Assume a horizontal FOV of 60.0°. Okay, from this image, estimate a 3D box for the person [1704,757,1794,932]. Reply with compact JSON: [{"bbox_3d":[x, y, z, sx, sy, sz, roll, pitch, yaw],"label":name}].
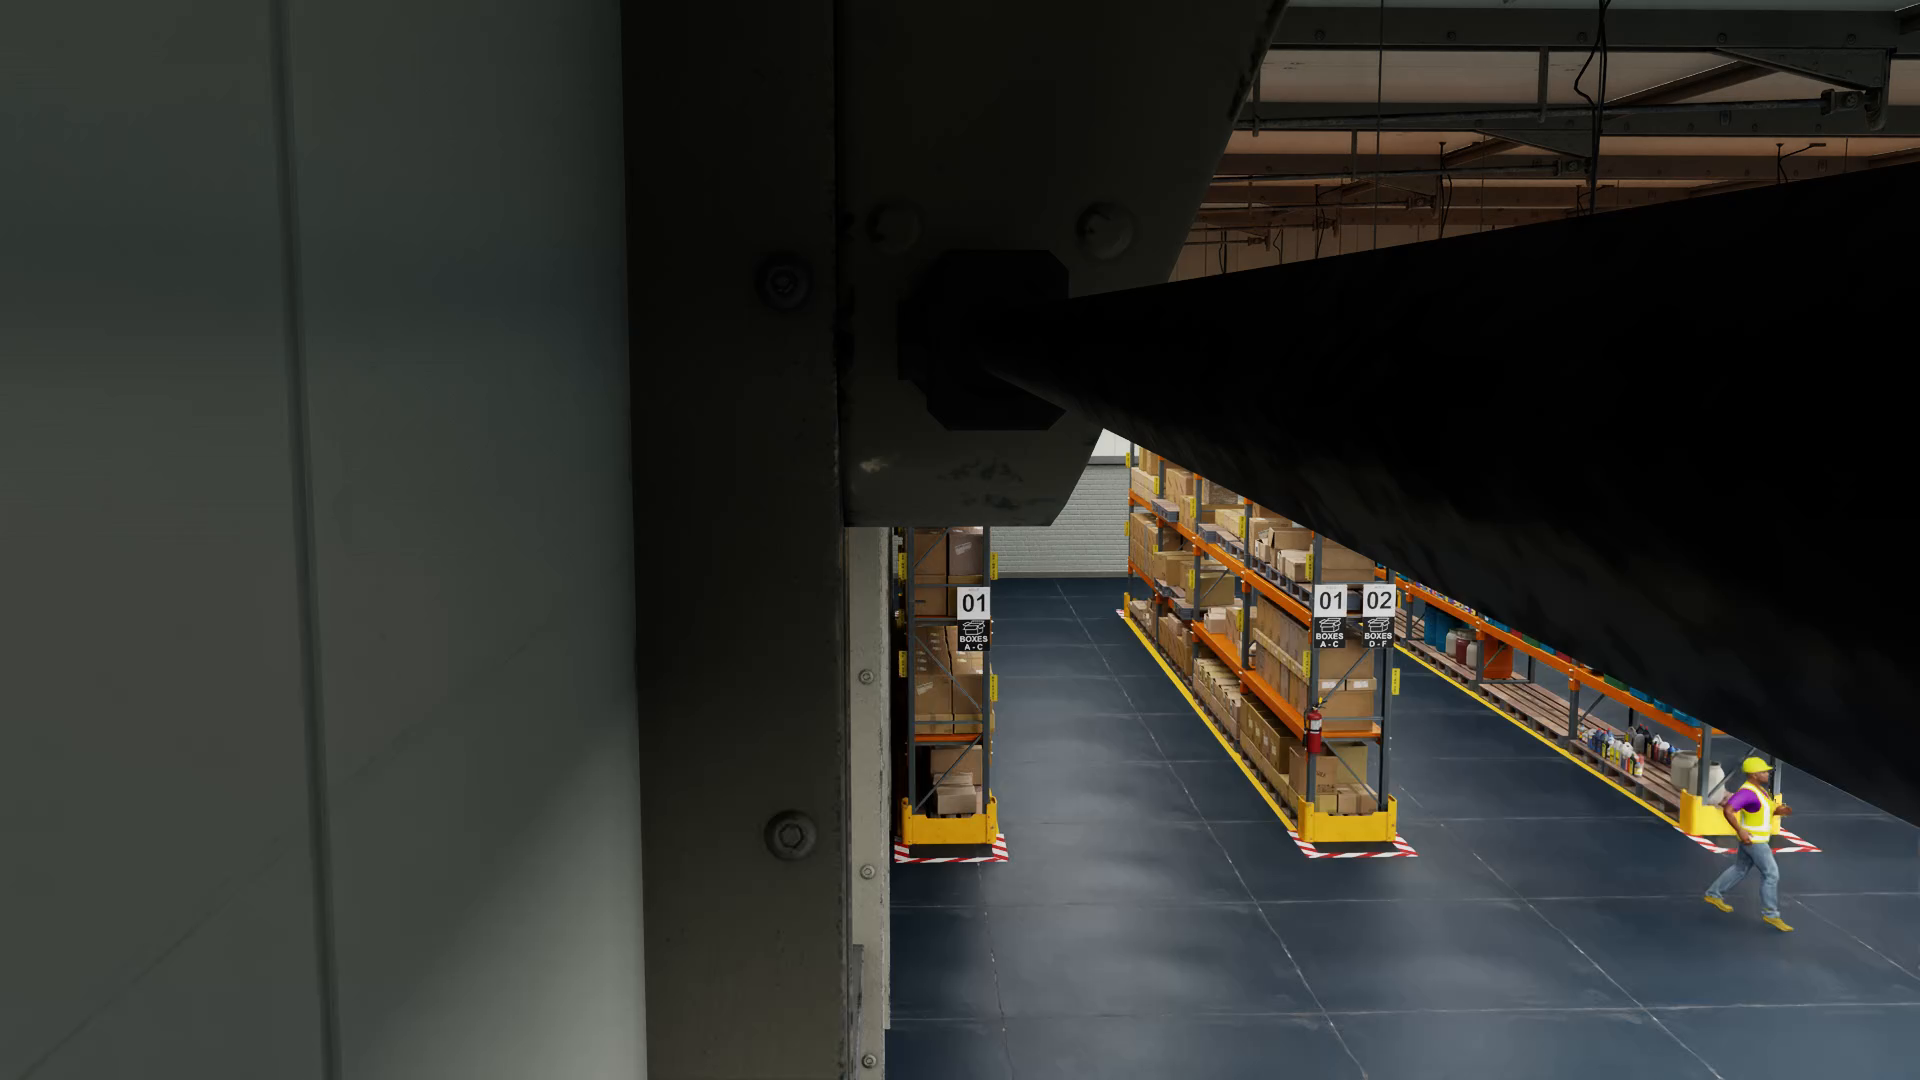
[{"bbox_3d":[8.401,3.191,17.631,0.871,1.806,0.685,3,8,24],"label":"person"}]
